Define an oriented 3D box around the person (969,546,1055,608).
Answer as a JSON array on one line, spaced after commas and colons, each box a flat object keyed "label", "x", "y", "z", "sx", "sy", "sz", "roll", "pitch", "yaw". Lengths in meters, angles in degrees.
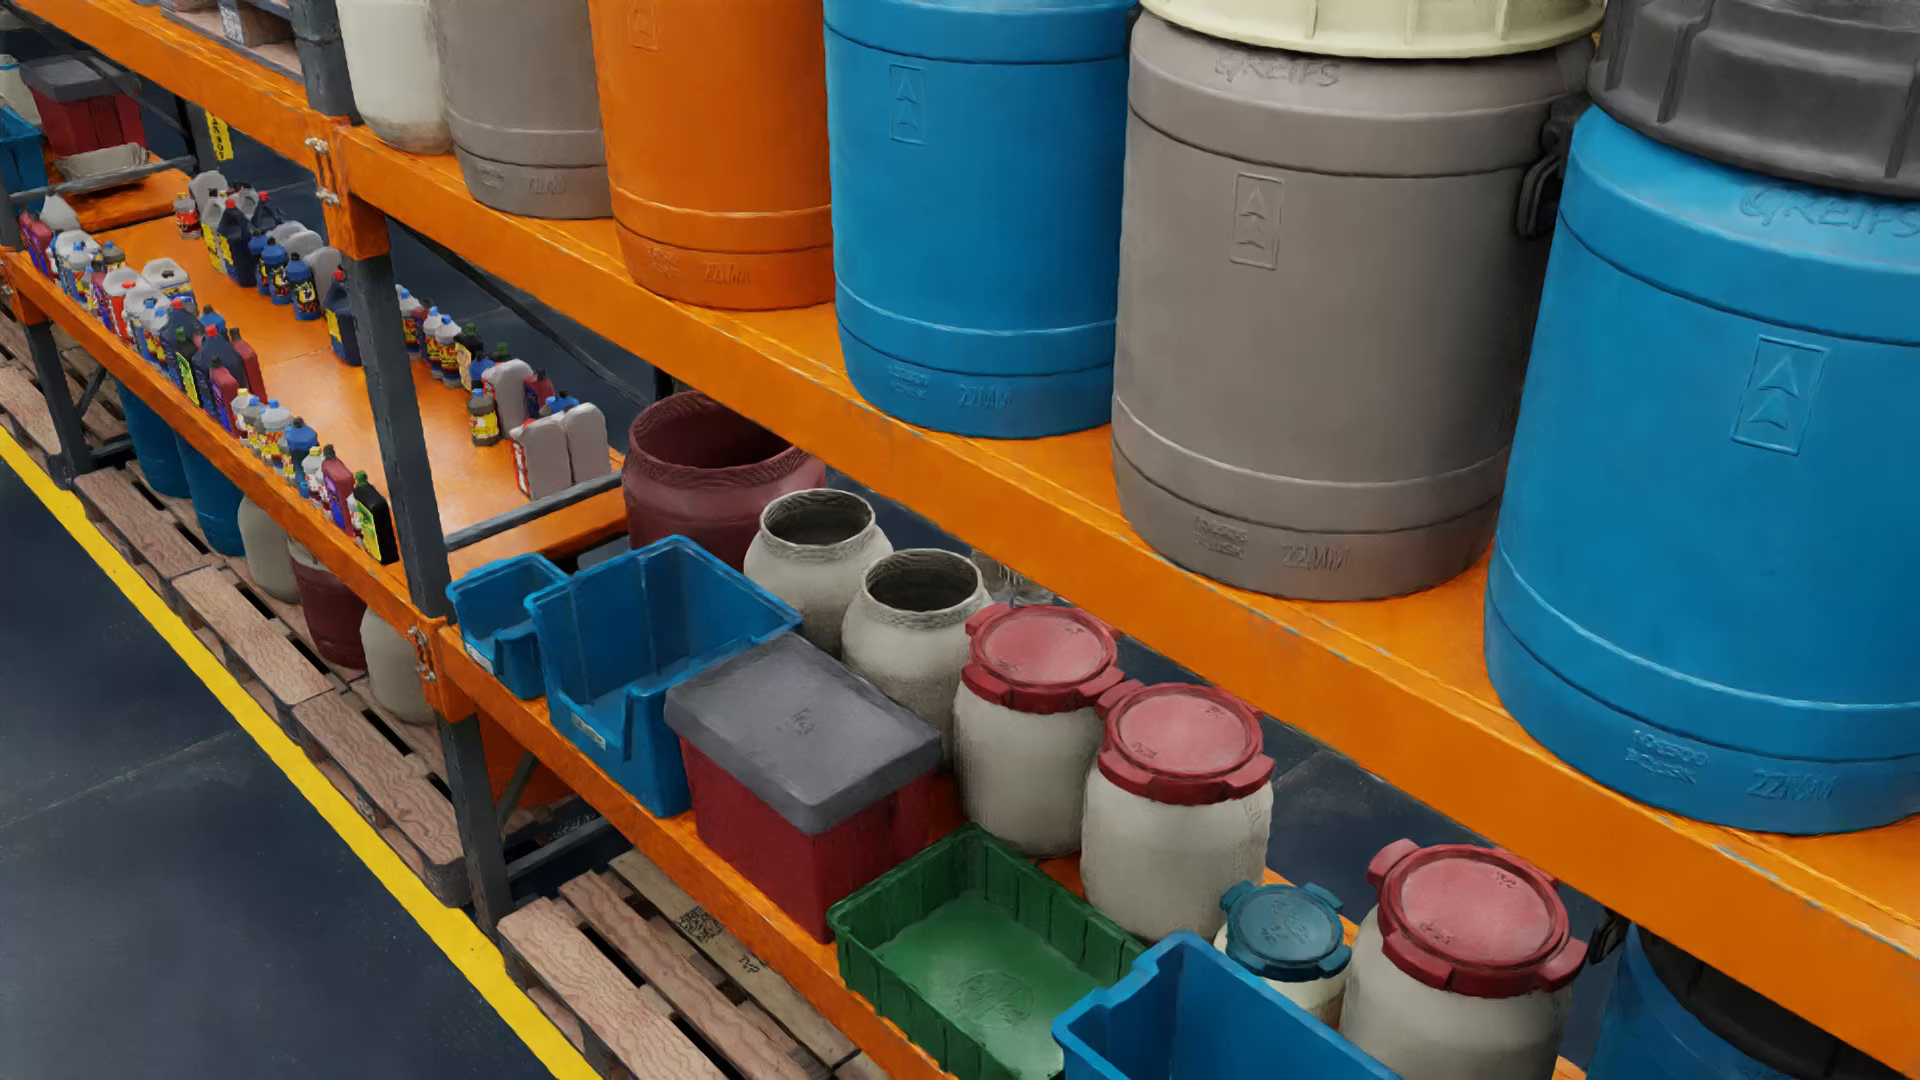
[{"label": "person", "x": 0.222, "y": -0.078, "z": 6.229, "sx": 0.538, "sy": 1.791, "sz": 0.549, "roll": 10, "pitch": 33, "yaw": 16}]
